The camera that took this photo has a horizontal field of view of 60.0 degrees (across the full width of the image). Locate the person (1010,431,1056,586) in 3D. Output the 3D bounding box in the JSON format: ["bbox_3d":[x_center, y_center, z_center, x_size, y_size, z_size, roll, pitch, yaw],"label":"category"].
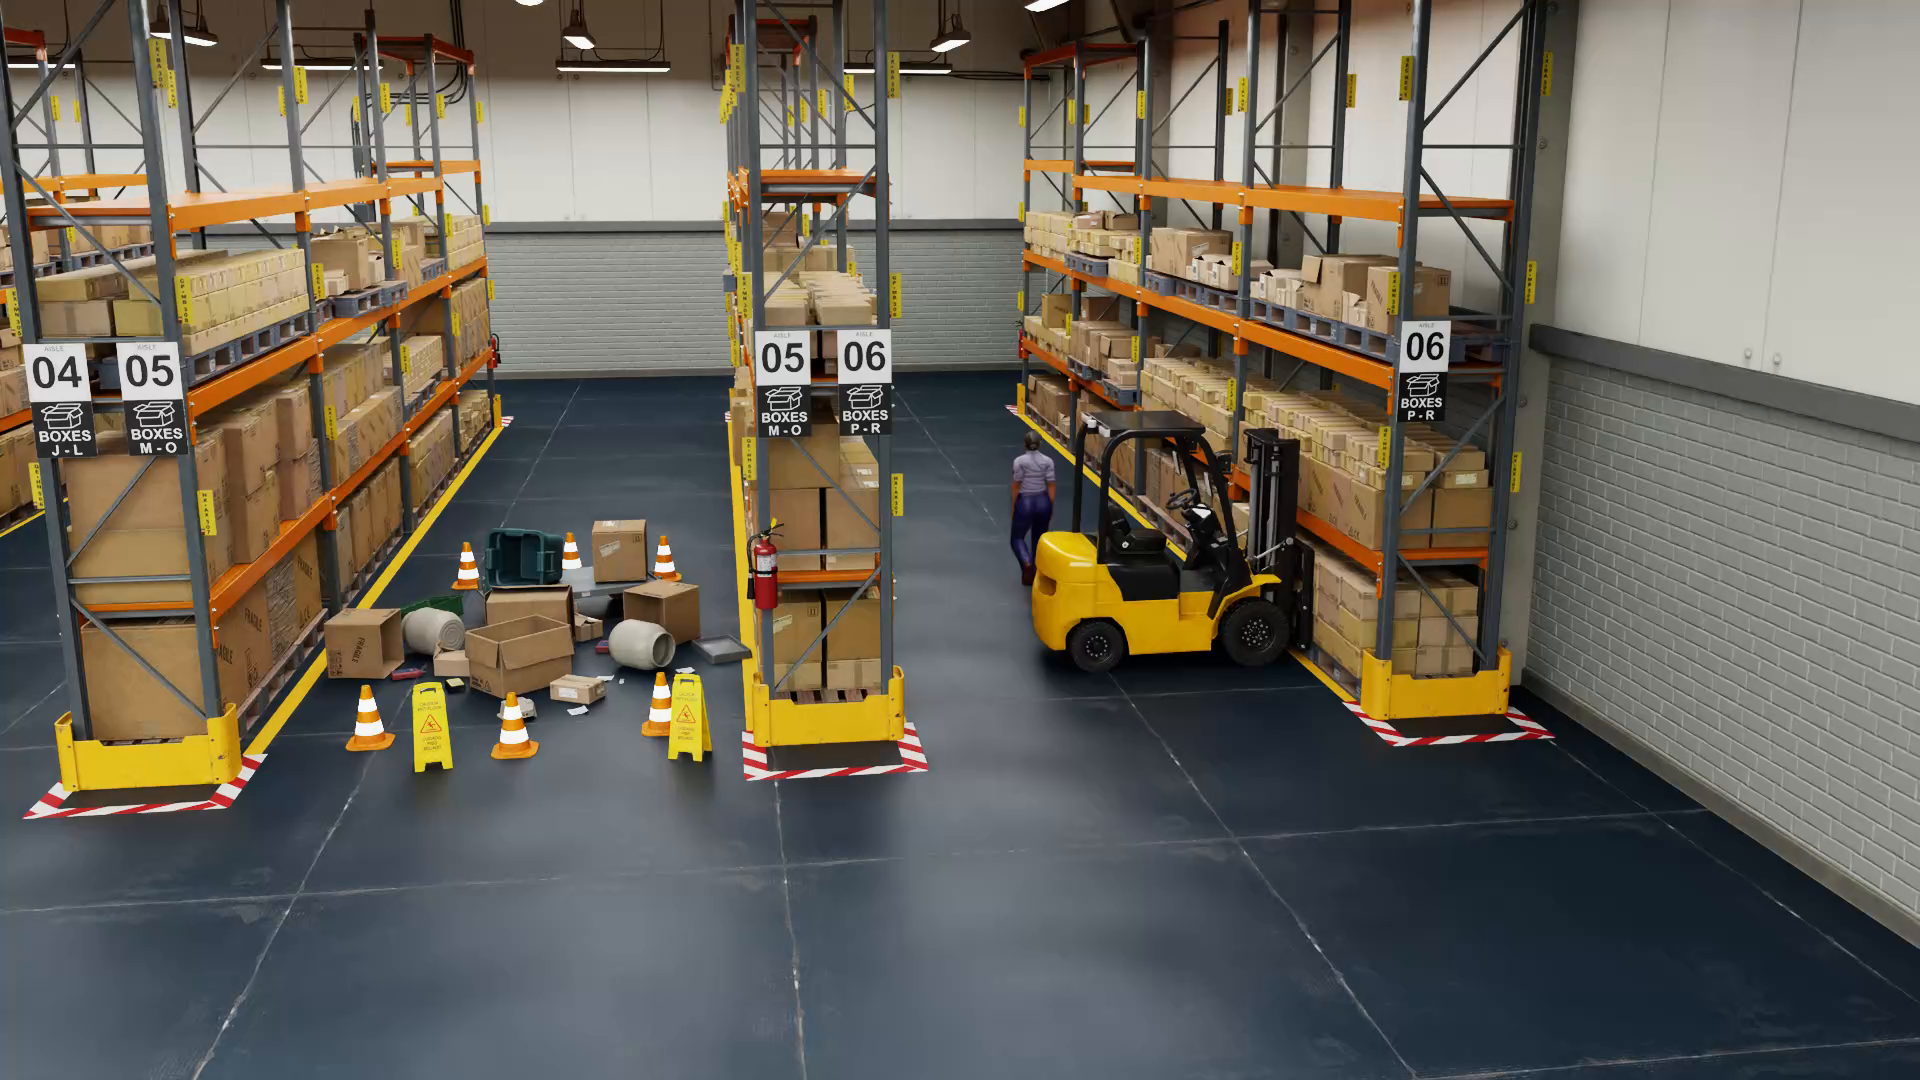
[{"bbox_3d":[0.767,-0.315,17.291,0.470,1.626,0.669,-3,14,-14],"label":"person"}]
